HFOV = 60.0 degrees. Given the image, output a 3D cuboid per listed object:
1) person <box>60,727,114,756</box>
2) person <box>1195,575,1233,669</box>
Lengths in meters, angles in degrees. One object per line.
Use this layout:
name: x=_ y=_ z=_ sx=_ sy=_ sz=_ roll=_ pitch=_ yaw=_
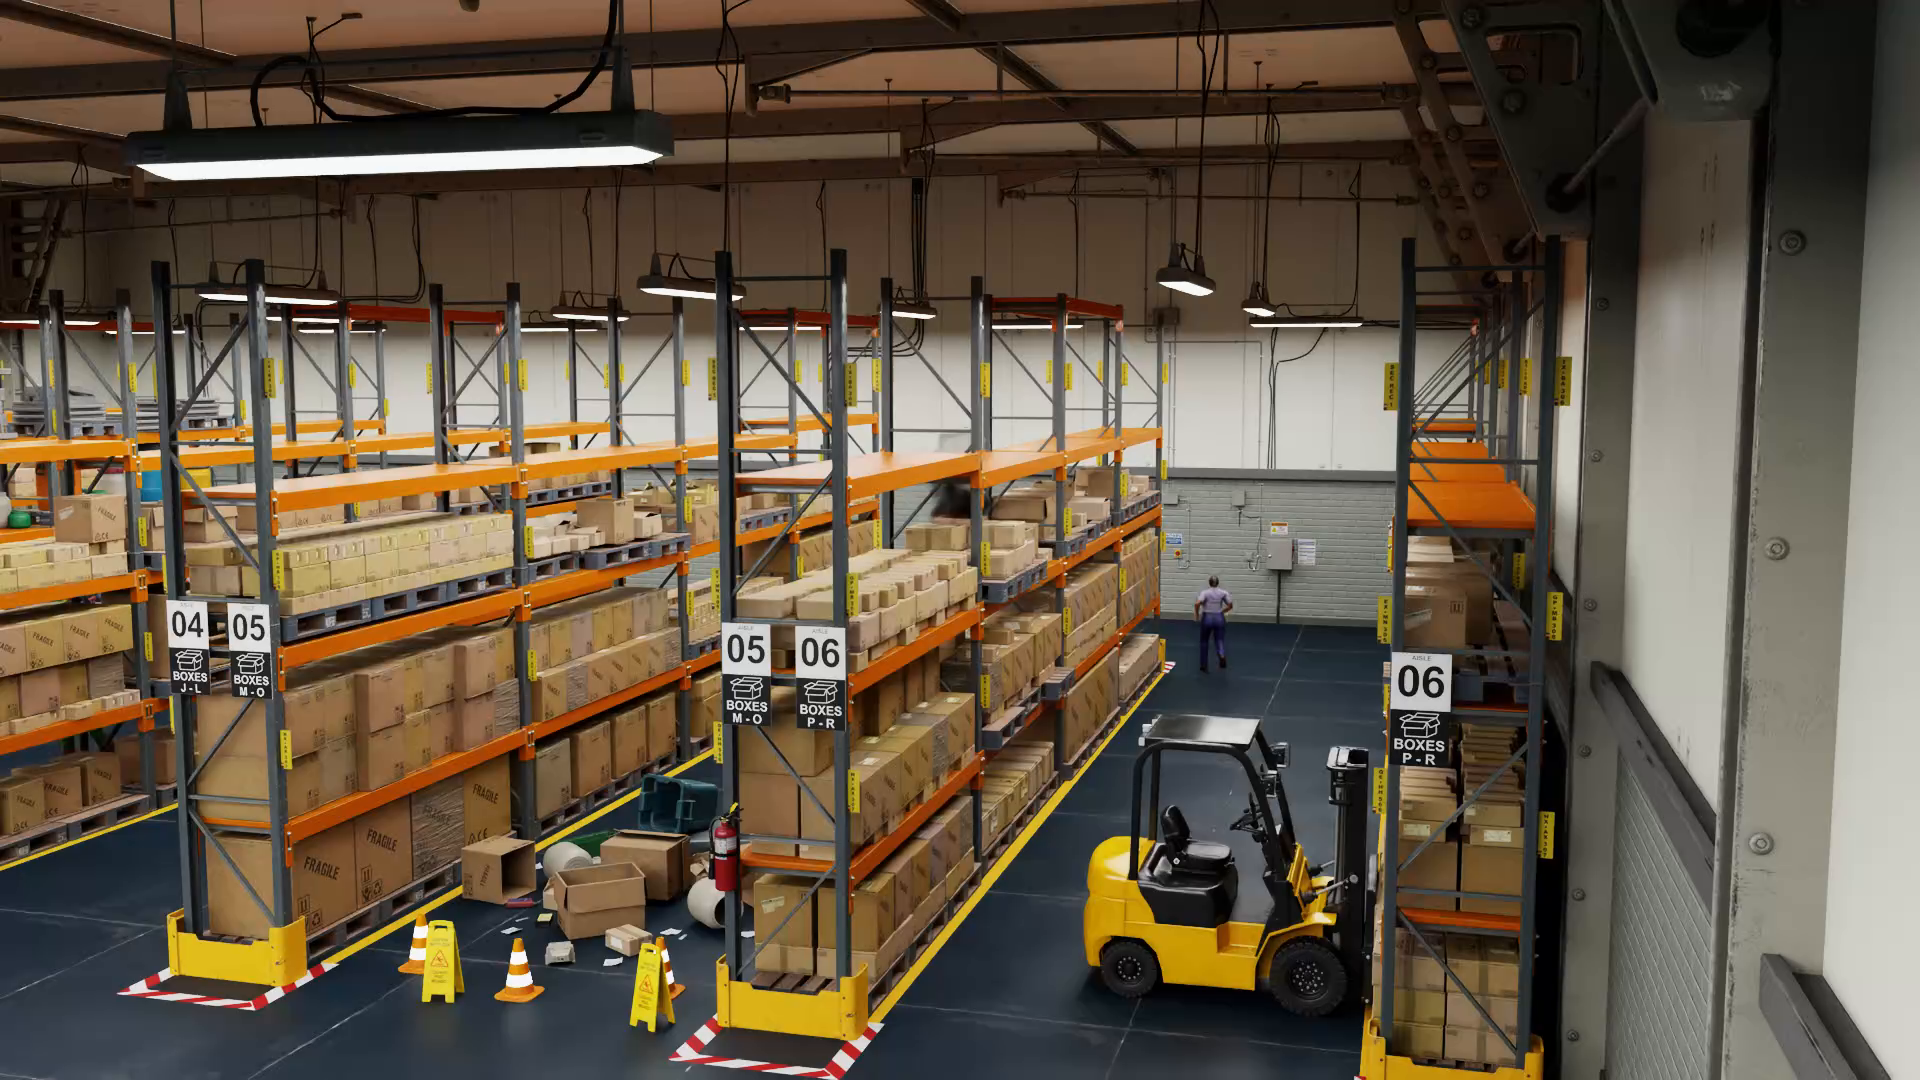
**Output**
person: x=-10.899 y=2.079 z=20.683 sx=0.650 sy=1.840 sz=0.826 roll=1 pitch=6 yaw=8
person: x=4.254 y=1.425 z=27.928 sx=0.663 sy=1.675 sz=0.788 roll=0 pitch=6 yaw=-3
